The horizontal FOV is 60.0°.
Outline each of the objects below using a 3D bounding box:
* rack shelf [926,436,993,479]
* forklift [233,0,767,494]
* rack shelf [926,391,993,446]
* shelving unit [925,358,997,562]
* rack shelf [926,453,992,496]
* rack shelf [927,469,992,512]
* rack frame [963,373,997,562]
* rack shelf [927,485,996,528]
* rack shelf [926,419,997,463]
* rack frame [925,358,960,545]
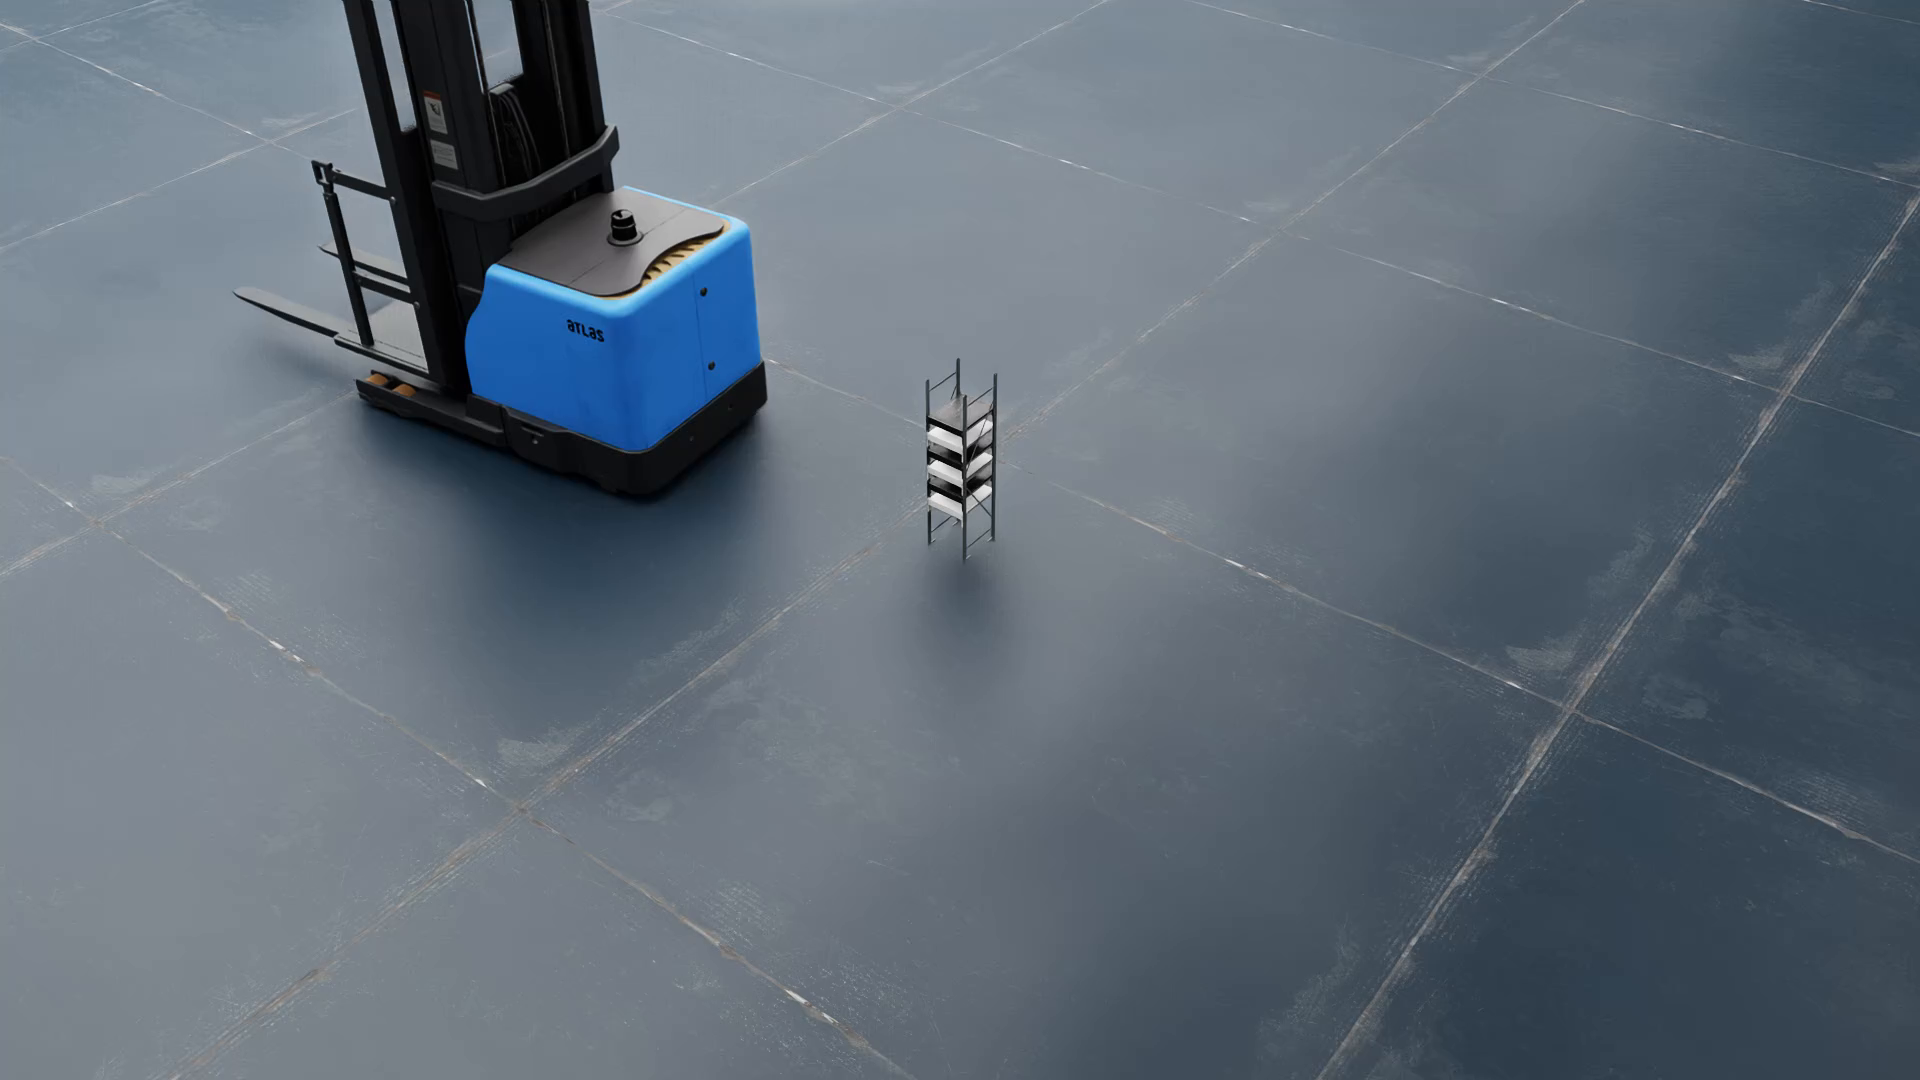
[{"bbox_3d":[0.006,-0.396,7.434,0.200,0.077,0.258,25,45,29],"label":"rack shelf"},{"bbox_3d":[-2.522,-2.044,7.983,3.031,2.935,1.130,20,42,24],"label":"forklift"},{"bbox_3d":[0.006,-0.538,7.323,0.200,0.077,0.258,25,45,29],"label":"rack shelf"},{"bbox_3d":[0.006,-0.351,7.469,0.210,0.900,0.258,25,45,29],"label":"shelving unit"},{"bbox_3d":[0.006,-0.325,7.489,0.200,0.077,0.258,25,45,29],"label":"rack shelf"},{"bbox_3d":[0.006,-0.254,7.545,0.200,0.077,0.258,25,45,29],"label":"rack shelf"},{"bbox_3d":[0.087,-0.313,7.420,0.006,0.900,0.240,25,45,29],"label":"rack frame"},{"bbox_3d":[0.006,-0.183,7.600,0.200,0.077,0.258,25,45,29],"label":"rack shelf"},{"bbox_3d":[0.006,-0.467,7.378,0.200,0.077,0.258,25,45,29],"label":"rack shelf"},{"bbox_3d":[-0.074,-0.389,7.517,0.006,0.900,0.240,25,45,29],"label":"rack frame"}]
